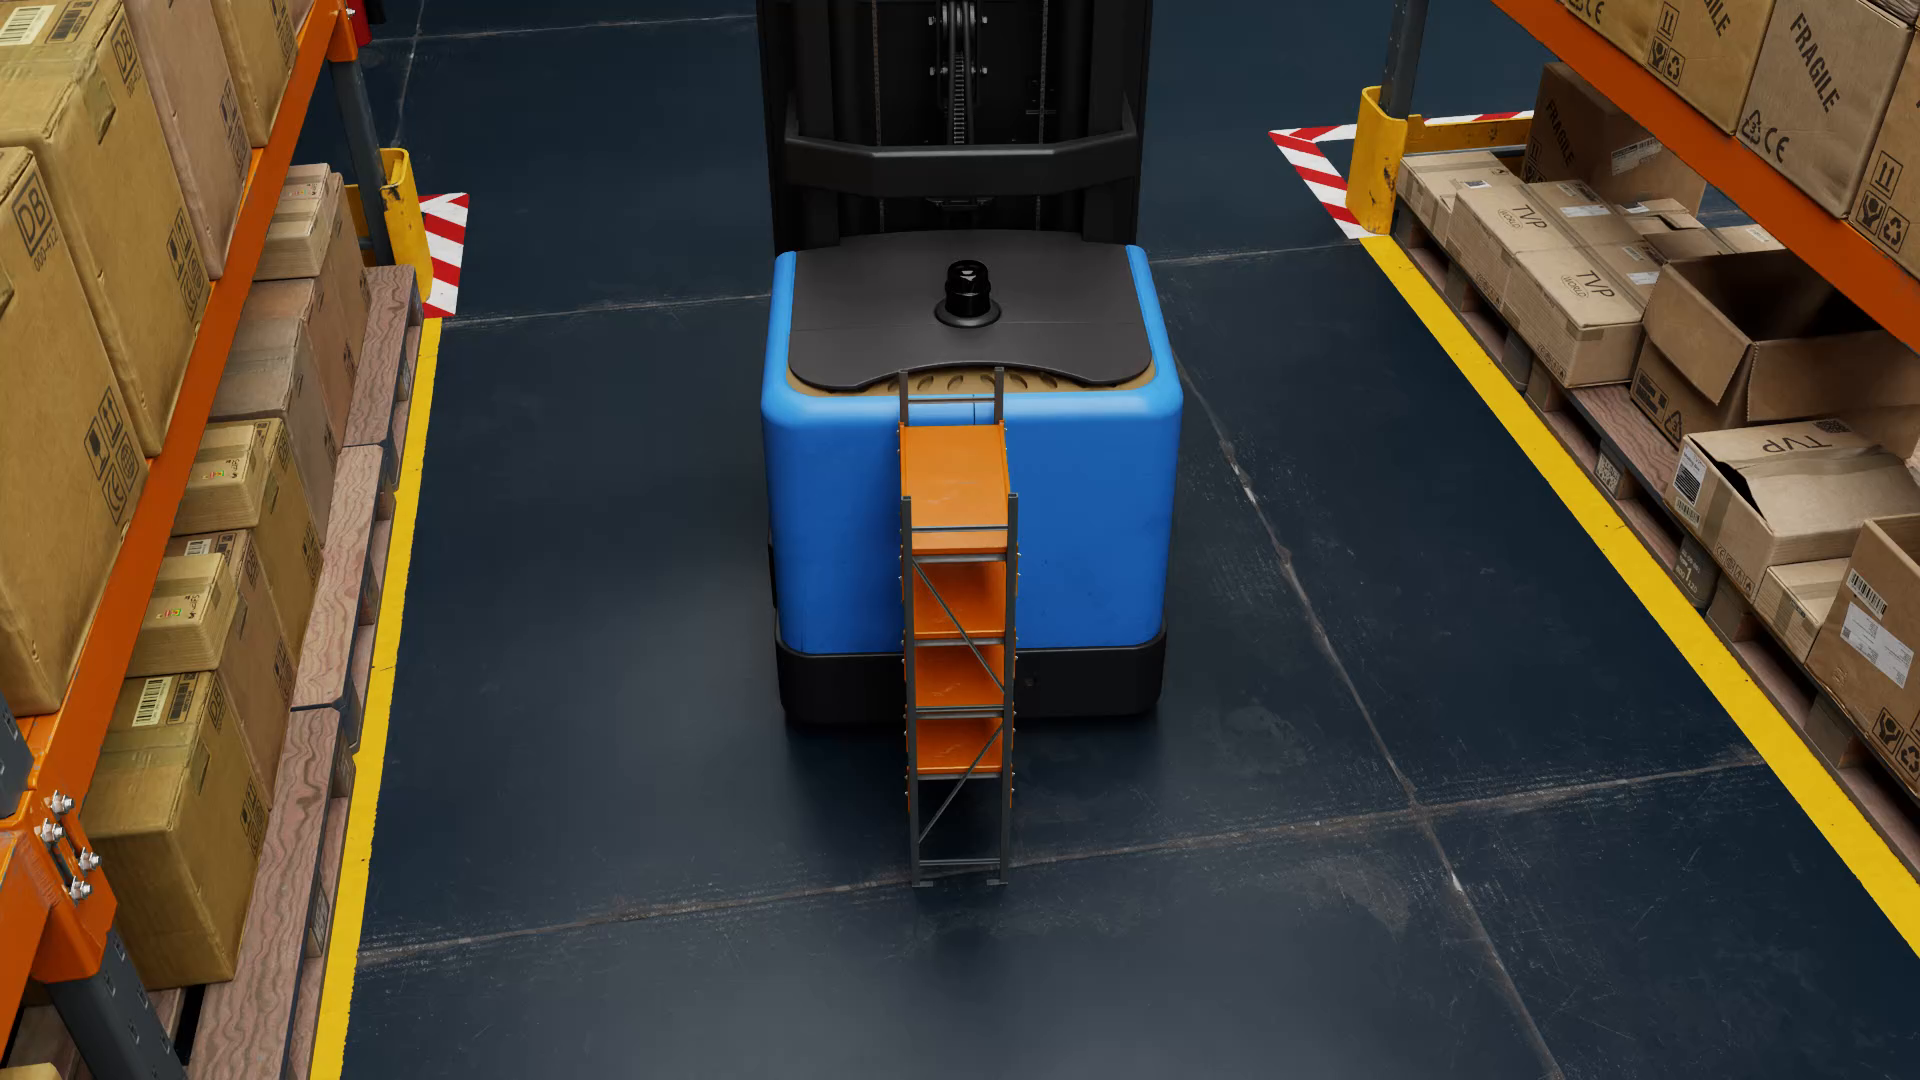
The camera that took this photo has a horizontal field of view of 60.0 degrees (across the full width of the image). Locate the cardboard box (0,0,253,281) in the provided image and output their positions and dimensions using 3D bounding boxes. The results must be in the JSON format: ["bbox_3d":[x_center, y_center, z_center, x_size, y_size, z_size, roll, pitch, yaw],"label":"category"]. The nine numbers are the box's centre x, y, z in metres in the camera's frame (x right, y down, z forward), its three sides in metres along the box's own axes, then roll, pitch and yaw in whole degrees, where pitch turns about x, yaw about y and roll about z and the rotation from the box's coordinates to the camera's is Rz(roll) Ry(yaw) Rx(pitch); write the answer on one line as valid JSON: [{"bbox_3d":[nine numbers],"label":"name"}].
[{"bbox_3d":[-2.290,-1.028,3.884,0.980,0.700,0.700,-8,39,-10],"label":"cardboard box"}]

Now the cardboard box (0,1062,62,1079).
[{"bbox_3d":[-1.709,1.361,2.463,0.750,0.750,0.750,-6,38,-7],"label":"cardboard box"}]

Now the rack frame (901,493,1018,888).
[{"bbox_3d":[0.000,0.384,3.777,0.240,1.200,0.015,-1,38,-2],"label":"rack frame"}]

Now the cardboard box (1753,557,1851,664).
[{"bbox_3d":[2.421,0.183,4.535,0.380,0.149,0.250,-6,38,-8],"label":"cardboard box"}]

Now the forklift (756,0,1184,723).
[{"bbox_3d":[-0.025,-1.543,4.847,1.130,2.935,3.031,-1,38,-2],"label":"forklift"}]

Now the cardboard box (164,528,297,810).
[{"bbox_3d":[-2.066,0.354,4.044,0.700,0.500,0.500,-7,38,-8],"label":"cardboard box"}]

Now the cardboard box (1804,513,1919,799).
[{"bbox_3d":[2.546,0.264,4.144,0.500,0.500,0.500,-6,38,-8],"label":"cardboard box"}]

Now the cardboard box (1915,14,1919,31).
[{"bbox_3d":[2.489,-1.257,3.526,0.500,0.500,0.500,-7,38,-9],"label":"cardboard box"}]

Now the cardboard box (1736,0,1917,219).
[{"bbox_3d":[2.401,-1.171,4.230,0.500,0.500,0.500,-5,38,-7],"label":"cardboard box"}]

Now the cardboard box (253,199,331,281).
[{"bbox_3d":[-2.184,-0.927,5.165,0.380,0.149,0.250,-5,38,-7],"label":"cardboard box"}]

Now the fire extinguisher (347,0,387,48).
[{"bbox_3d":[-2.225,-2.079,5.849,0.296,0.674,0.183,-6,38,-8],"label":"fire extinguisher"}]

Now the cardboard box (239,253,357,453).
[{"bbox_3d":[-2.344,-0.581,5.248,0.700,0.500,0.500,-6,38,-8],"label":"cardboard box"}]

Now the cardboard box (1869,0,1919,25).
[{"bbox_3d":[2.401,-1.561,3.918,0.500,0.500,0.500,-6,38,-8],"label":"cardboard box"}]

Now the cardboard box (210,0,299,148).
[{"bbox_3d":[-2.415,-1.490,4.478,0.980,0.700,0.700,-7,38,-8],"label":"cardboard box"}]

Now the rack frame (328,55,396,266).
[{"bbox_3d":[-2.653,-2.116,5.529,1.000,3.000,0.127,-6,38,-8],"label":"rack frame"}]

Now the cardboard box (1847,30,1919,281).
[{"bbox_3d":[2.493,-0.861,3.831,0.500,0.500,0.500,-5,38,-7],"label":"cardboard box"}]

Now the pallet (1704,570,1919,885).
[{"bbox_3d":[2.805,0.451,4.498,1.003,0.211,1.213,-6,38,-8],"label":"pallet"}]

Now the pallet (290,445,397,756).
[{"bbox_3d":[-2.225,0.195,4.827,1.003,0.211,1.213,-6,38,-8],"label":"pallet"}]

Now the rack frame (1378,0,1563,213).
[{"bbox_3d":[2.224,-2.652,6.218,1.000,3.000,0.127,-6,38,-8],"label":"rack frame"}]

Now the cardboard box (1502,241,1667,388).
[{"bbox_3d":[2.215,-0.776,5.687,0.500,0.250,0.500,-6,38,-8],"label":"cardboard box"}]

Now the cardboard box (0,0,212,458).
[{"bbox_3d":[-2.153,-0.590,3.320,0.980,0.700,0.700,-7,38,-9],"label":"cardboard box"}]

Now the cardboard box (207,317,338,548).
[{"bbox_3d":[-2.255,-0.277,4.857,0.700,0.500,0.500,-7,38,-9],"label":"cardboard box"}]

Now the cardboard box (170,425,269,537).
[{"bbox_3d":[-1.954,-0.140,4.151,0.380,0.149,0.250,-7,38,-9],"label":"cardboard box"}]

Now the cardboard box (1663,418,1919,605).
[{"bbox_3d":[2.414,-0.114,4.785,0.500,0.311,0.500,-6,38,-8],"label":"cardboard box"}]

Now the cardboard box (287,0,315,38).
[{"bbox_3d":[-2.553,-1.928,5.042,0.980,0.700,0.700,-5,38,-6],"label":"cardboard box"}]

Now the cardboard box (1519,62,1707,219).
[{"bbox_3d":[2.561,-1.536,6.461,0.500,0.500,0.500,-6,38,-8],"label":"cardboard box"}]

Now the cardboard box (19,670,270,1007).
[{"bbox_3d":[-1.982,0.658,3.653,0.700,0.500,0.500,-6,38,-7],"label":"cardboard box"}]

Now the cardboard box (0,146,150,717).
[{"bbox_3d":[-2.030,-0.148,2.751,0.980,0.700,0.700,-6,38,-7],"label":"cardboard box"}]

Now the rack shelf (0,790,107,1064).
[{"bbox_3d":[-1.601,1.792,1.085,1.077,0.370,4.000,-6,38,-8],"label":"rack shelf"}]

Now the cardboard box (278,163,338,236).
[{"bbox_3d":[-2.230,-1.081,5.363,0.380,0.149,0.250,-7,38,-8],"label":"cardboard box"}]

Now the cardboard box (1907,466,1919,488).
[{"bbox_3d":[2.903,-0.089,4.870,0.380,0.166,0.250,-6,38,-8],"label":"cardboard box"}]

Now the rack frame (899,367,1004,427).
[{"bbox_3d":[-0.020,0.085,4.162,0.240,1.200,0.015,-1,38,-2],"label":"rack frame"}]

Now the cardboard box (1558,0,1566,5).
[{"bbox_3d":[2.137,-2.084,5.405,0.500,0.500,0.500,-7,38,-8],"label":"cardboard box"}]

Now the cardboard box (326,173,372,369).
[{"bbox_3d":[-2.431,-0.883,5.637,0.700,0.500,0.500,-6,38,-8],"label":"cardboard box"}]

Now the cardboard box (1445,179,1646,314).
[{"bbox_3d":[2.127,-1.078,6.076,0.500,0.250,0.500,-6,38,-8],"label":"cardboard box"}]

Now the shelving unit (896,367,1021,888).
[{"bbox_3d":[-0.010,0.235,3.970,0.258,1.200,0.503,-1,38,-2],"label":"shelving unit"}]

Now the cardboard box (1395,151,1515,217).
[{"bbox_3d":[1.959,-1.410,6.585,0.380,0.149,0.250,-6,38,-8],"label":"cardboard box"}]

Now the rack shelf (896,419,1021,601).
[{"bbox_3d":[-0.010,-0.075,3.729,0.258,0.148,0.480,-1,38,-2],"label":"rack shelf"}]

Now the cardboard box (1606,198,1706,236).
[{"bbox_3d":[2.544,-1.150,6.236,0.380,0.166,0.250,-6,38,-8],"label":"cardboard box"}]

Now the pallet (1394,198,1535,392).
[{"bbox_3d":[2.378,-1.023,6.395,1.003,0.211,1.213,-6,38,-8],"label":"pallet"}]

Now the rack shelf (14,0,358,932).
[{"bbox_3d":[-2.302,-0.624,4.195,1.077,0.370,4.000,-6,38,-8],"label":"rack shelf"}]

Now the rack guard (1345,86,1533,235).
[{"bbox_3d":[2.237,-1.618,6.926,1.175,0.500,0.348,-6,38,-8],"label":"rack guard"}]

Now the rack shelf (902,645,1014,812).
[{"bbox_3d":[-0.010,0.445,4.133,0.258,0.148,0.480,-1,38,-2],"label":"rack shelf"}]

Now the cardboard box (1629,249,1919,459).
[{"bbox_3d":[2.590,-0.558,5.199,0.797,0.503,0.637,-6,38,-8],"label":"cardboard box"}]

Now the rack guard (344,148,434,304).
[{"bbox_3d":[-2.657,-1.144,6.315,1.175,0.500,0.348,-6,38,-8],"label":"rack guard"}]

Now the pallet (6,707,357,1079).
[{"bbox_3d":[-2.008,0.933,3.877,1.003,0.211,1.213,-6,38,-8],"label":"pallet"}]

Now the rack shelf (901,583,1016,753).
[{"bbox_3d":[-0.010,0.288,4.011,0.258,0.148,0.480,-1,38,-2],"label":"rack shelf"}]

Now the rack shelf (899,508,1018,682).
[{"bbox_3d":[-0.010,0.111,3.874,0.258,0.148,0.480,-1,38,-2],"label":"rack shelf"}]

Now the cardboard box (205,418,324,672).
[{"bbox_3d":[-2.154,0.044,4.443,0.700,0.500,0.500,-5,38,-7],"label":"cardboard box"}]

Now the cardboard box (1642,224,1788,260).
[{"bbox_3d":[2.698,-0.860,5.795,0.500,0.250,0.500,-6,38,-8],"label":"cardboard box"}]

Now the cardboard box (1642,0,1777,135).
[{"bbox_3d":[2.309,-1.478,4.626,0.500,0.500,0.500,-6,38,-7],"label":"cardboard box"}]

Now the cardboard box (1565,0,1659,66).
[{"bbox_3d":[2.223,-1.780,5.015,0.500,0.500,0.500,-6,38,-8],"label":"cardboard box"}]

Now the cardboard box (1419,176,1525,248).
[{"bbox_3d":[2.003,-1.266,6.385,0.380,0.166,0.250,-6,38,-8],"label":"cardboard box"}]

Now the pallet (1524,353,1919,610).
[{"bbox_3d":[2.588,-0.288,5.448,1.003,0.211,1.213,-6,38,-8],"label":"pallet"}]

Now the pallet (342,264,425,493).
[{"bbox_3d":[-2.435,-0.541,5.774,1.003,0.211,1.213,-6,38,-8],"label":"pallet"}]

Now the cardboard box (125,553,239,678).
[{"bbox_3d":[-1.862,0.175,3.746,0.380,0.149,0.250,-5,38,-6],"label":"cardboard box"}]
